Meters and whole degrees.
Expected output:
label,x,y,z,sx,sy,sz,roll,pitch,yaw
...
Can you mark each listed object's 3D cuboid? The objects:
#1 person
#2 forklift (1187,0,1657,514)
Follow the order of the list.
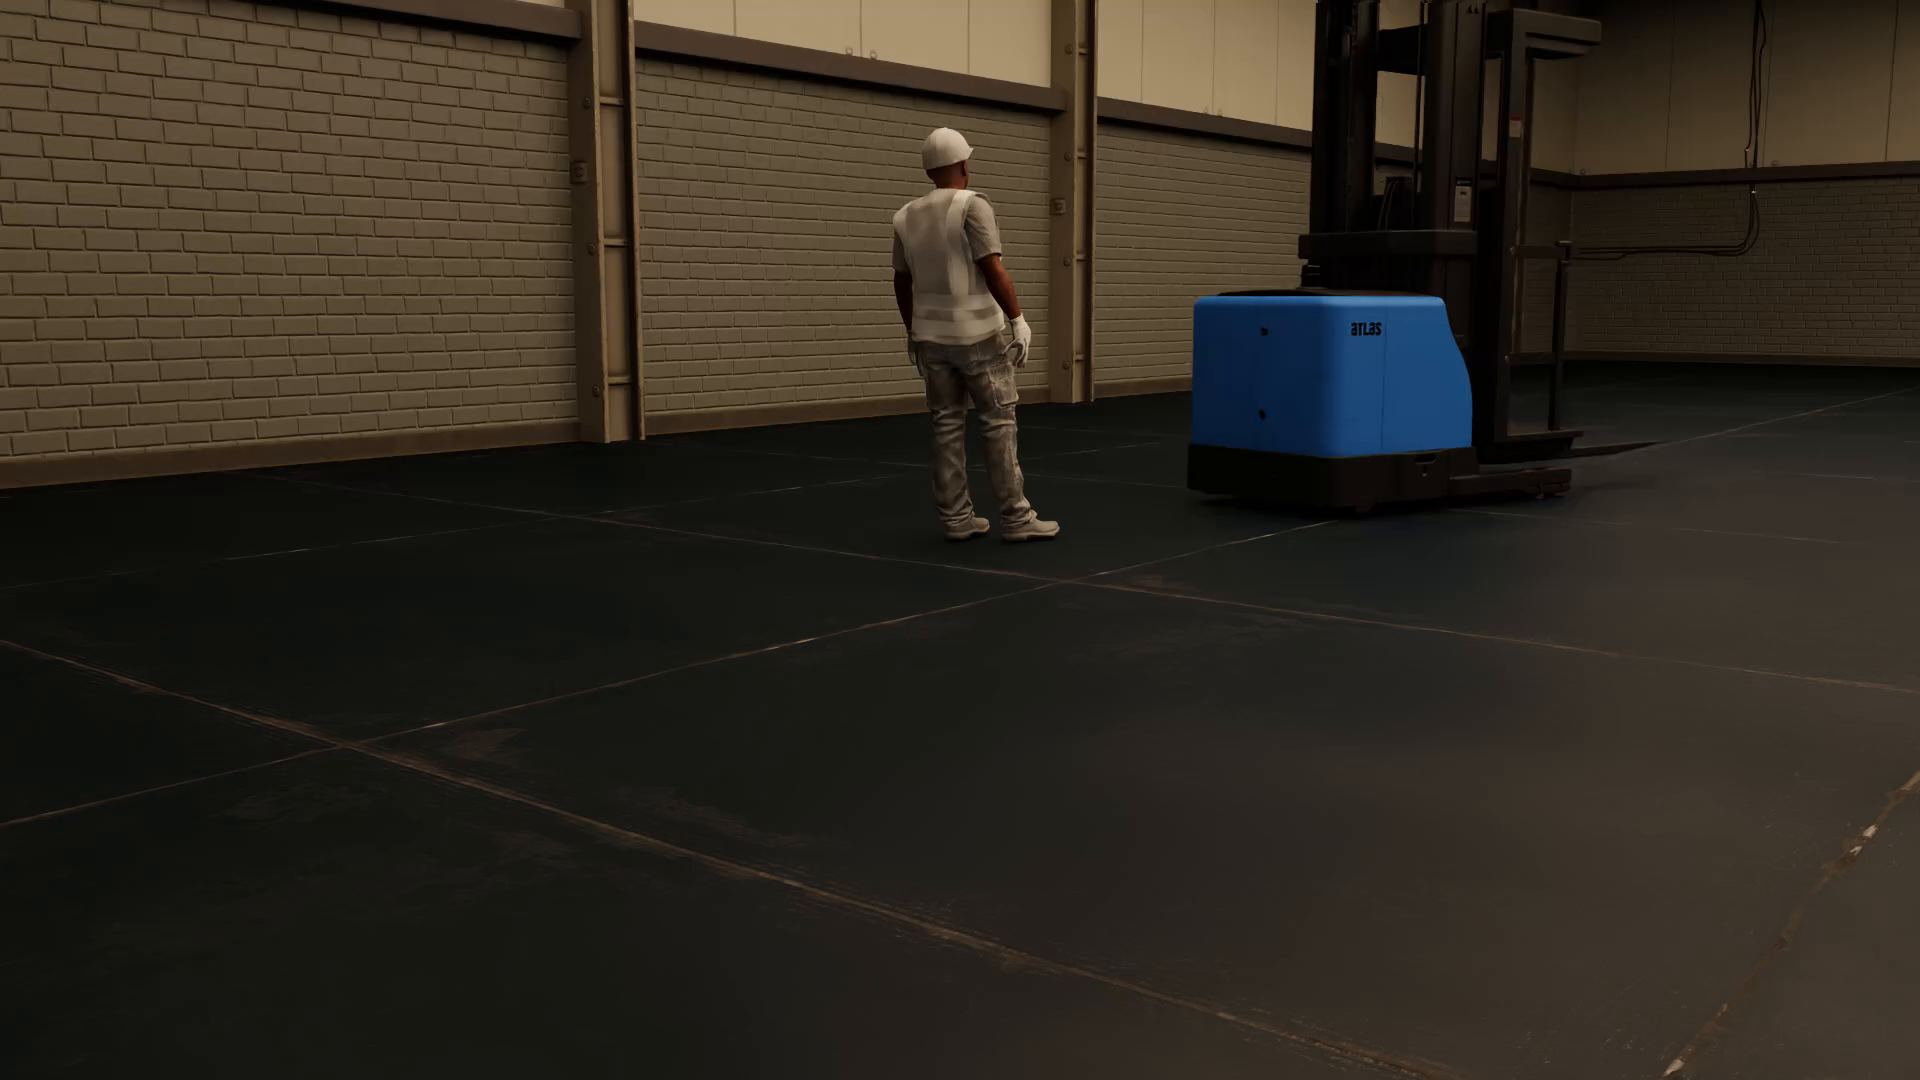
label,x,y,z,sx,sy,sz,roll,pitch,yaw
person,0.052,-0.897,7.324,0.656,1.782,0.577,7,11,38
forklift,2.692,-1.719,9.028,3.031,2.935,1.130,-6,10,-35
